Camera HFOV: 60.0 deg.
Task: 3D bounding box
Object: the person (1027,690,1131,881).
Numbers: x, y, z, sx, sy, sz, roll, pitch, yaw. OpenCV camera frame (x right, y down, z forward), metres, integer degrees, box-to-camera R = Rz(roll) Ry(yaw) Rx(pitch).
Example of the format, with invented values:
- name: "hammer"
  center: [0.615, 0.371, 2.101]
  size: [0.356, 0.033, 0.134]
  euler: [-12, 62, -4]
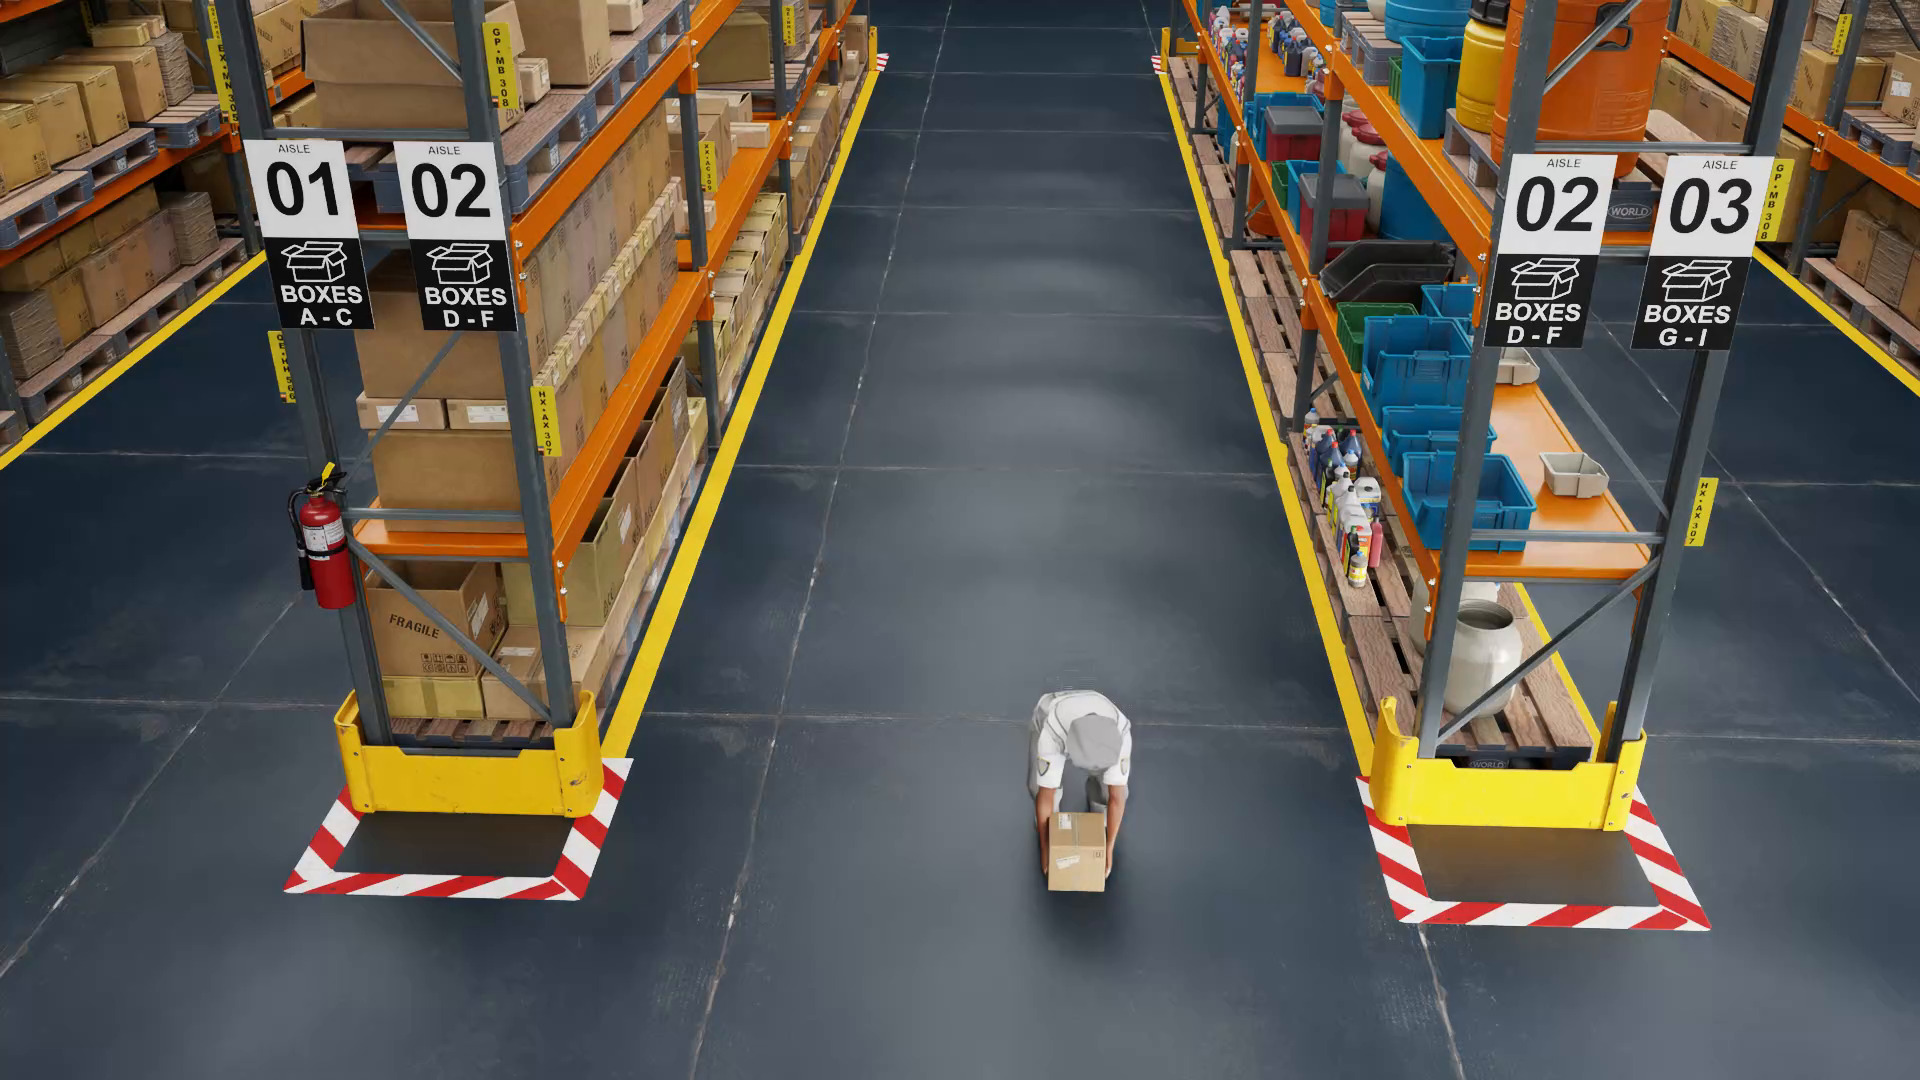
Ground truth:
- name: "person"
  center: [0.543, 1.013, 7.646]
  size: [0.470, 0.850, 0.871]
  euler: [1, 28, 2]
